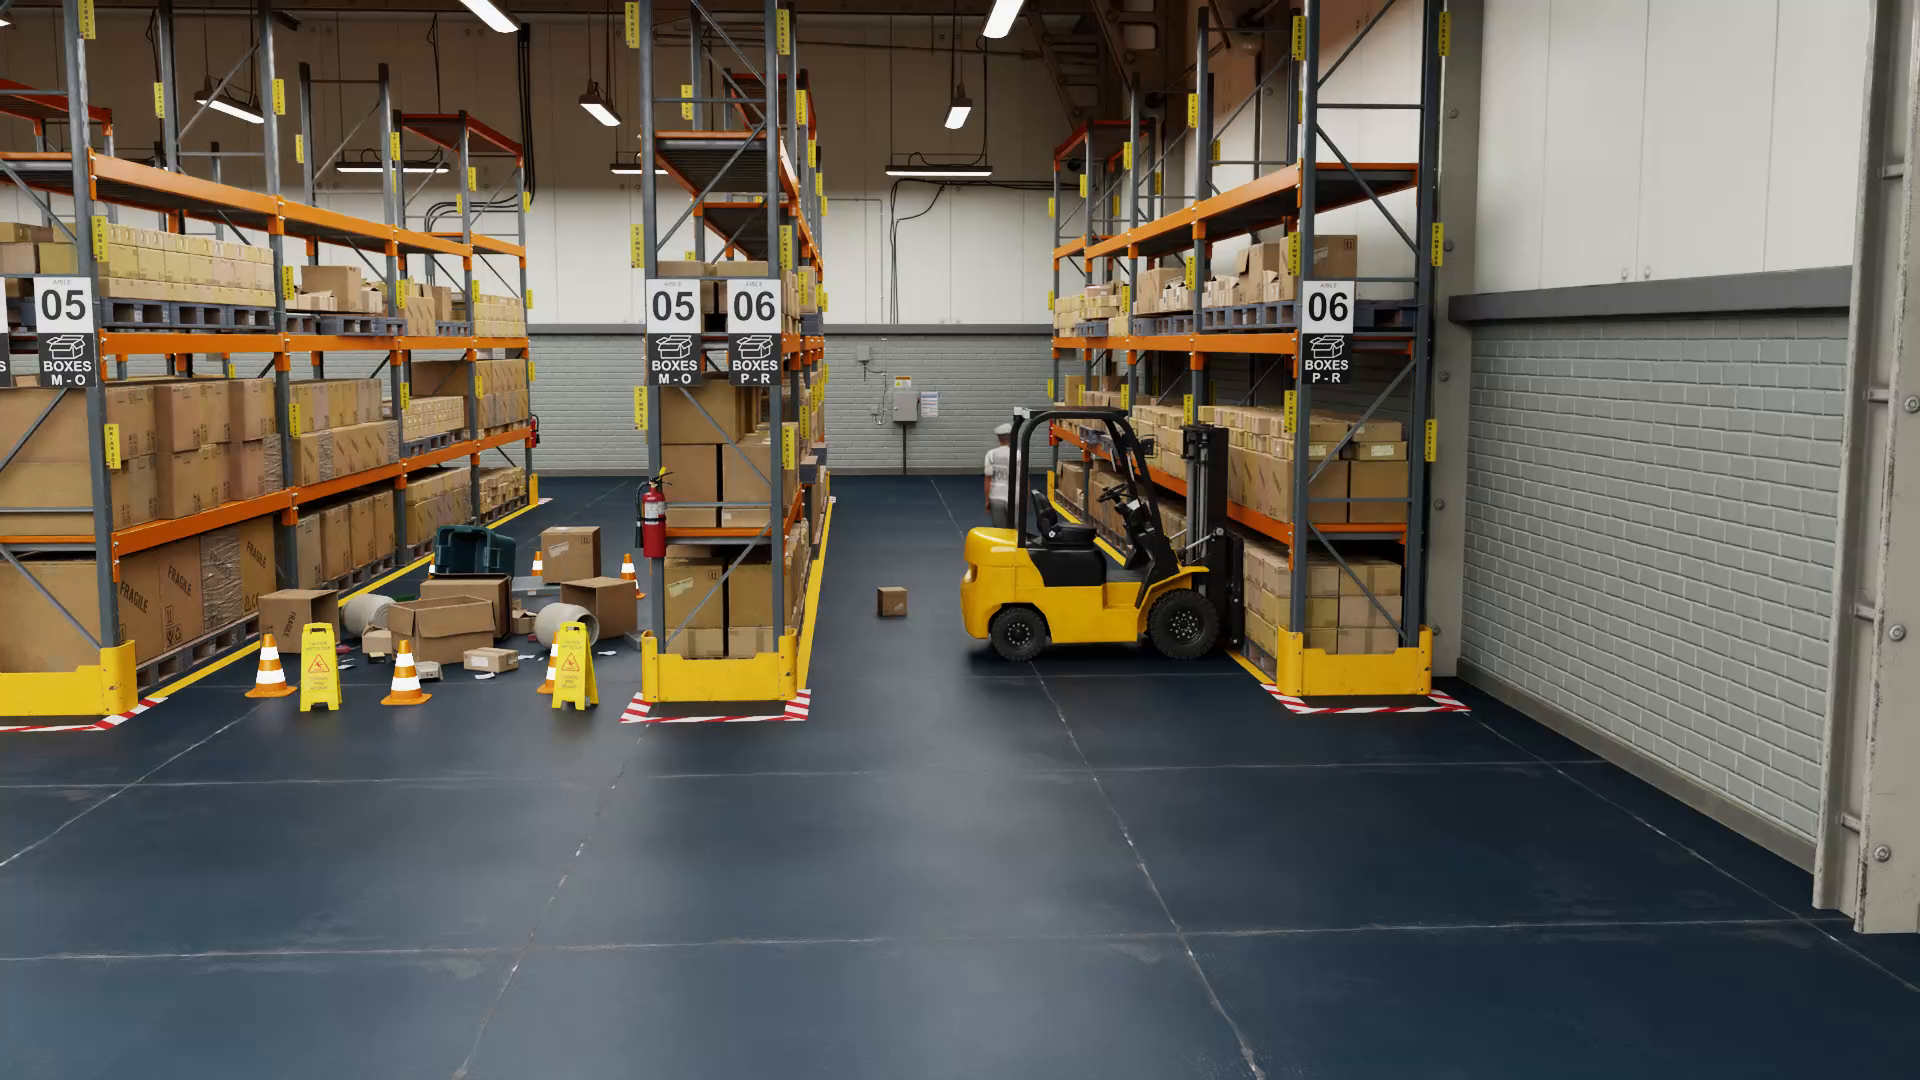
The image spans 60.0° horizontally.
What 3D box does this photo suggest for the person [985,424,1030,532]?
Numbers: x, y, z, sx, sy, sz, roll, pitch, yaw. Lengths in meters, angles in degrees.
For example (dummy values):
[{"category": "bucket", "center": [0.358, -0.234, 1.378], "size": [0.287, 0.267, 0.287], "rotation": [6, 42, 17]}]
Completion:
[{"category": "person", "center": [0.554, -0.475, 19.425], "size": [0.537, 1.757, 0.558], "rotation": [1, 7, 11]}]
